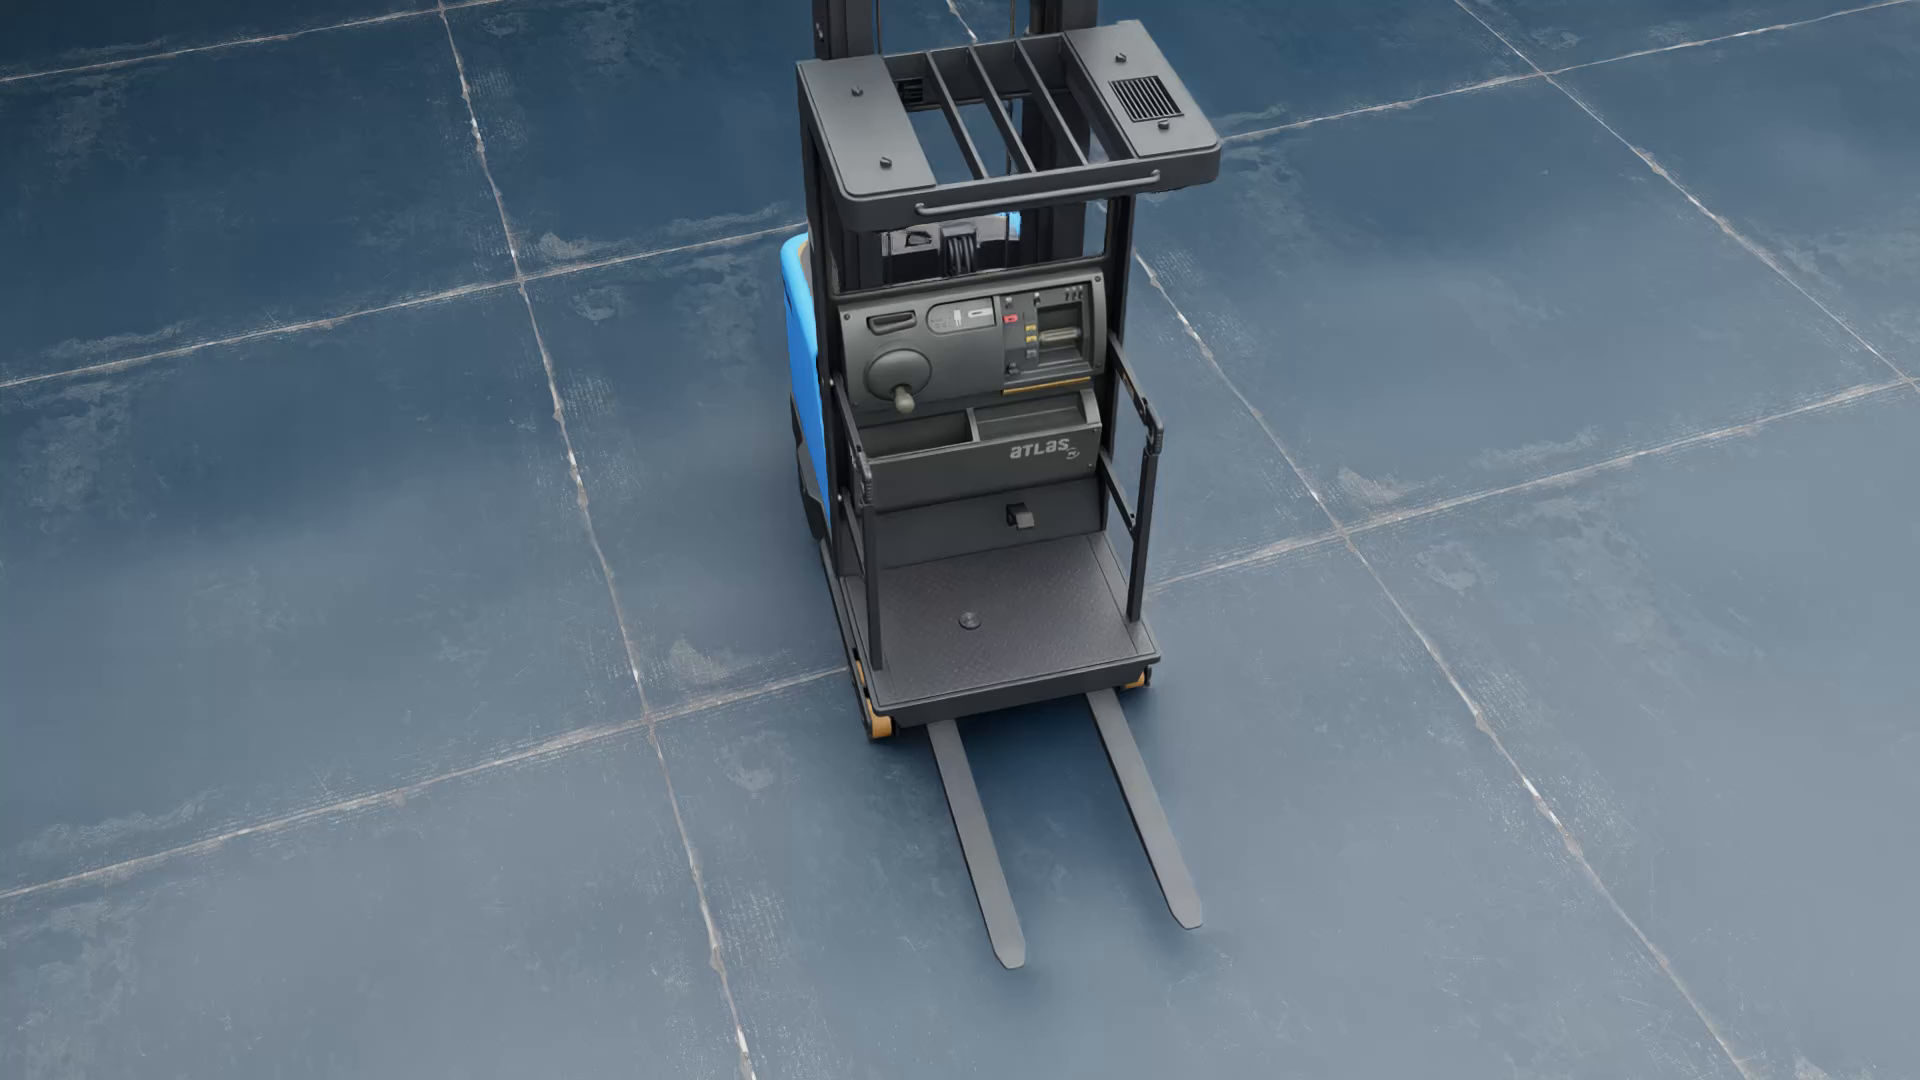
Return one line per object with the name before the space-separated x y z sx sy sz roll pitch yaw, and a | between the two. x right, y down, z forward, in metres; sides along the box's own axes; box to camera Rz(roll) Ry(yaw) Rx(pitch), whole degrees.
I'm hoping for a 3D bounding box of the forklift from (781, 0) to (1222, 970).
forklift | 0.107 -0.589 5.577 1.130 2.935 3.031 -10 46 -10
